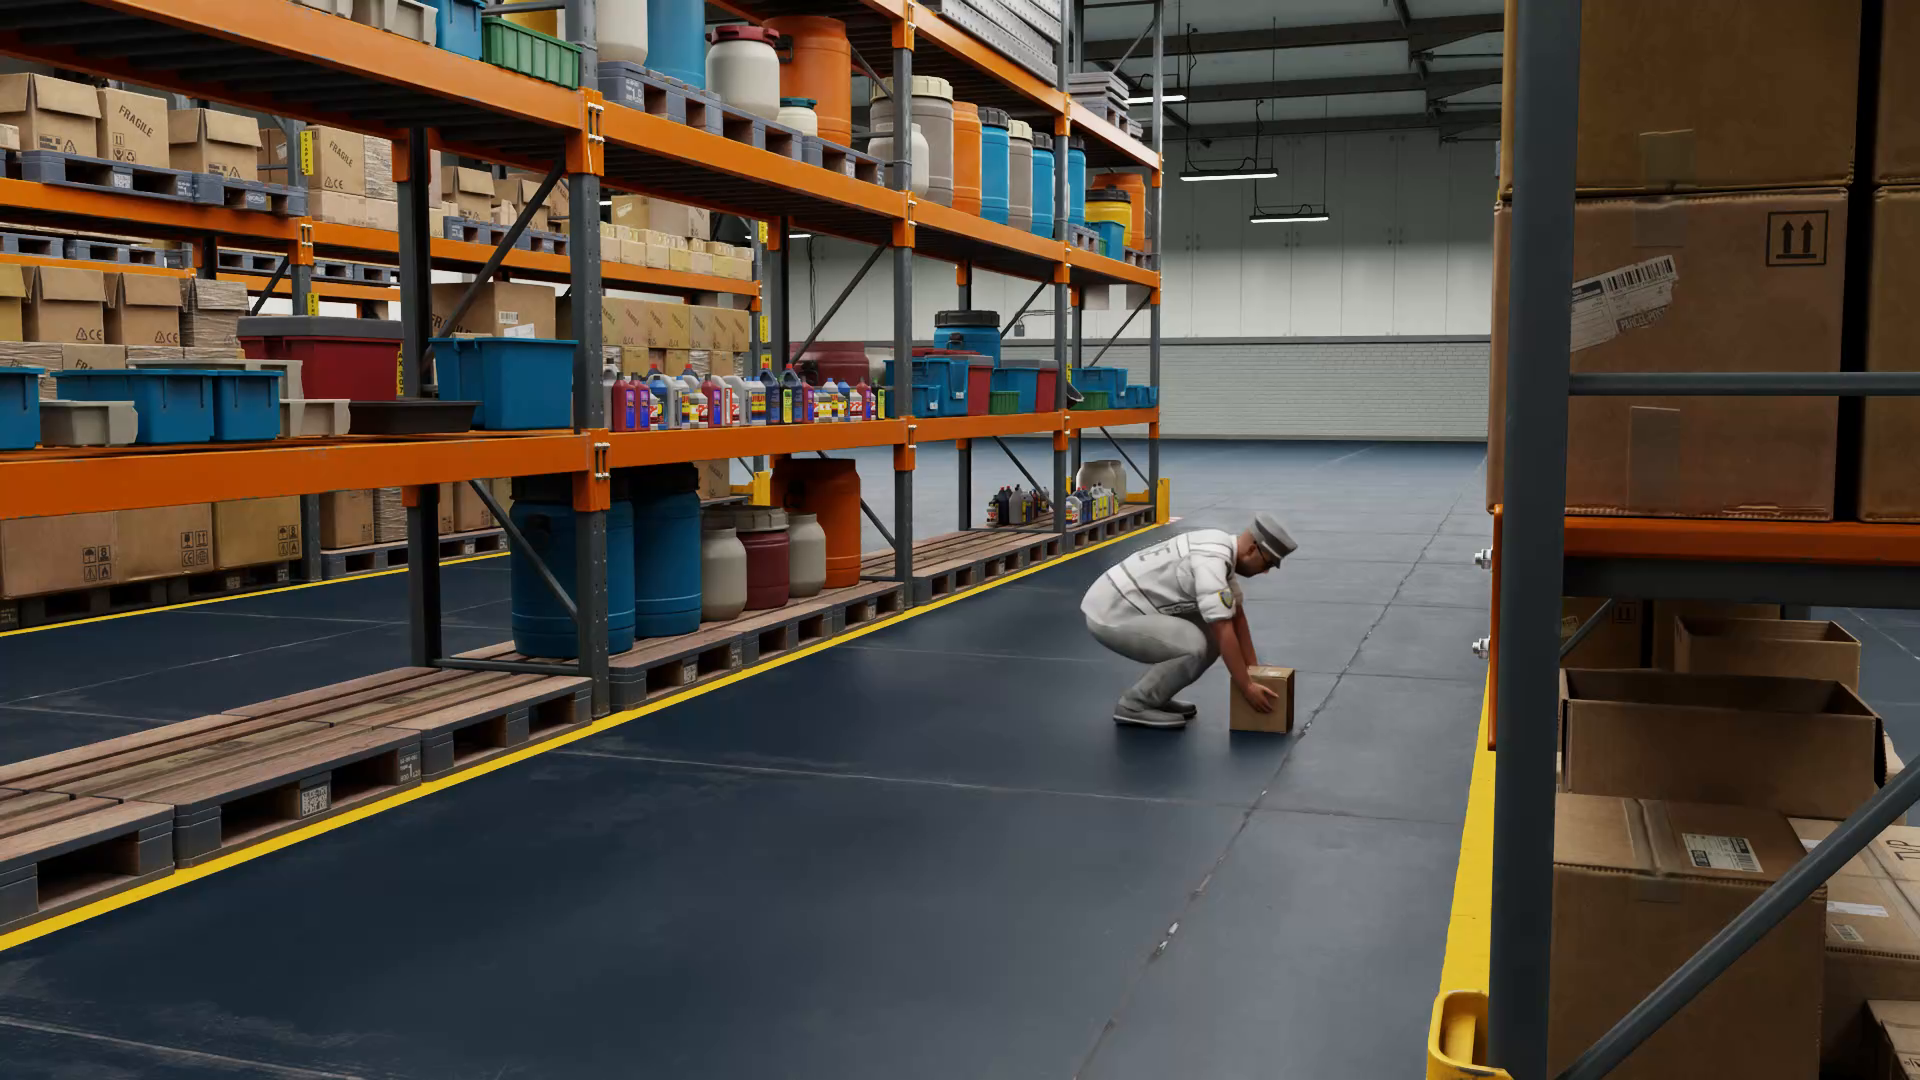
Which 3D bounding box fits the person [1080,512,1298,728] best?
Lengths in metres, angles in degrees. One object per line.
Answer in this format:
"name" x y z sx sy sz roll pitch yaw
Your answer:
"person" 1.036 0.351 7.520 0.952 0.958 0.567 2 5 18
